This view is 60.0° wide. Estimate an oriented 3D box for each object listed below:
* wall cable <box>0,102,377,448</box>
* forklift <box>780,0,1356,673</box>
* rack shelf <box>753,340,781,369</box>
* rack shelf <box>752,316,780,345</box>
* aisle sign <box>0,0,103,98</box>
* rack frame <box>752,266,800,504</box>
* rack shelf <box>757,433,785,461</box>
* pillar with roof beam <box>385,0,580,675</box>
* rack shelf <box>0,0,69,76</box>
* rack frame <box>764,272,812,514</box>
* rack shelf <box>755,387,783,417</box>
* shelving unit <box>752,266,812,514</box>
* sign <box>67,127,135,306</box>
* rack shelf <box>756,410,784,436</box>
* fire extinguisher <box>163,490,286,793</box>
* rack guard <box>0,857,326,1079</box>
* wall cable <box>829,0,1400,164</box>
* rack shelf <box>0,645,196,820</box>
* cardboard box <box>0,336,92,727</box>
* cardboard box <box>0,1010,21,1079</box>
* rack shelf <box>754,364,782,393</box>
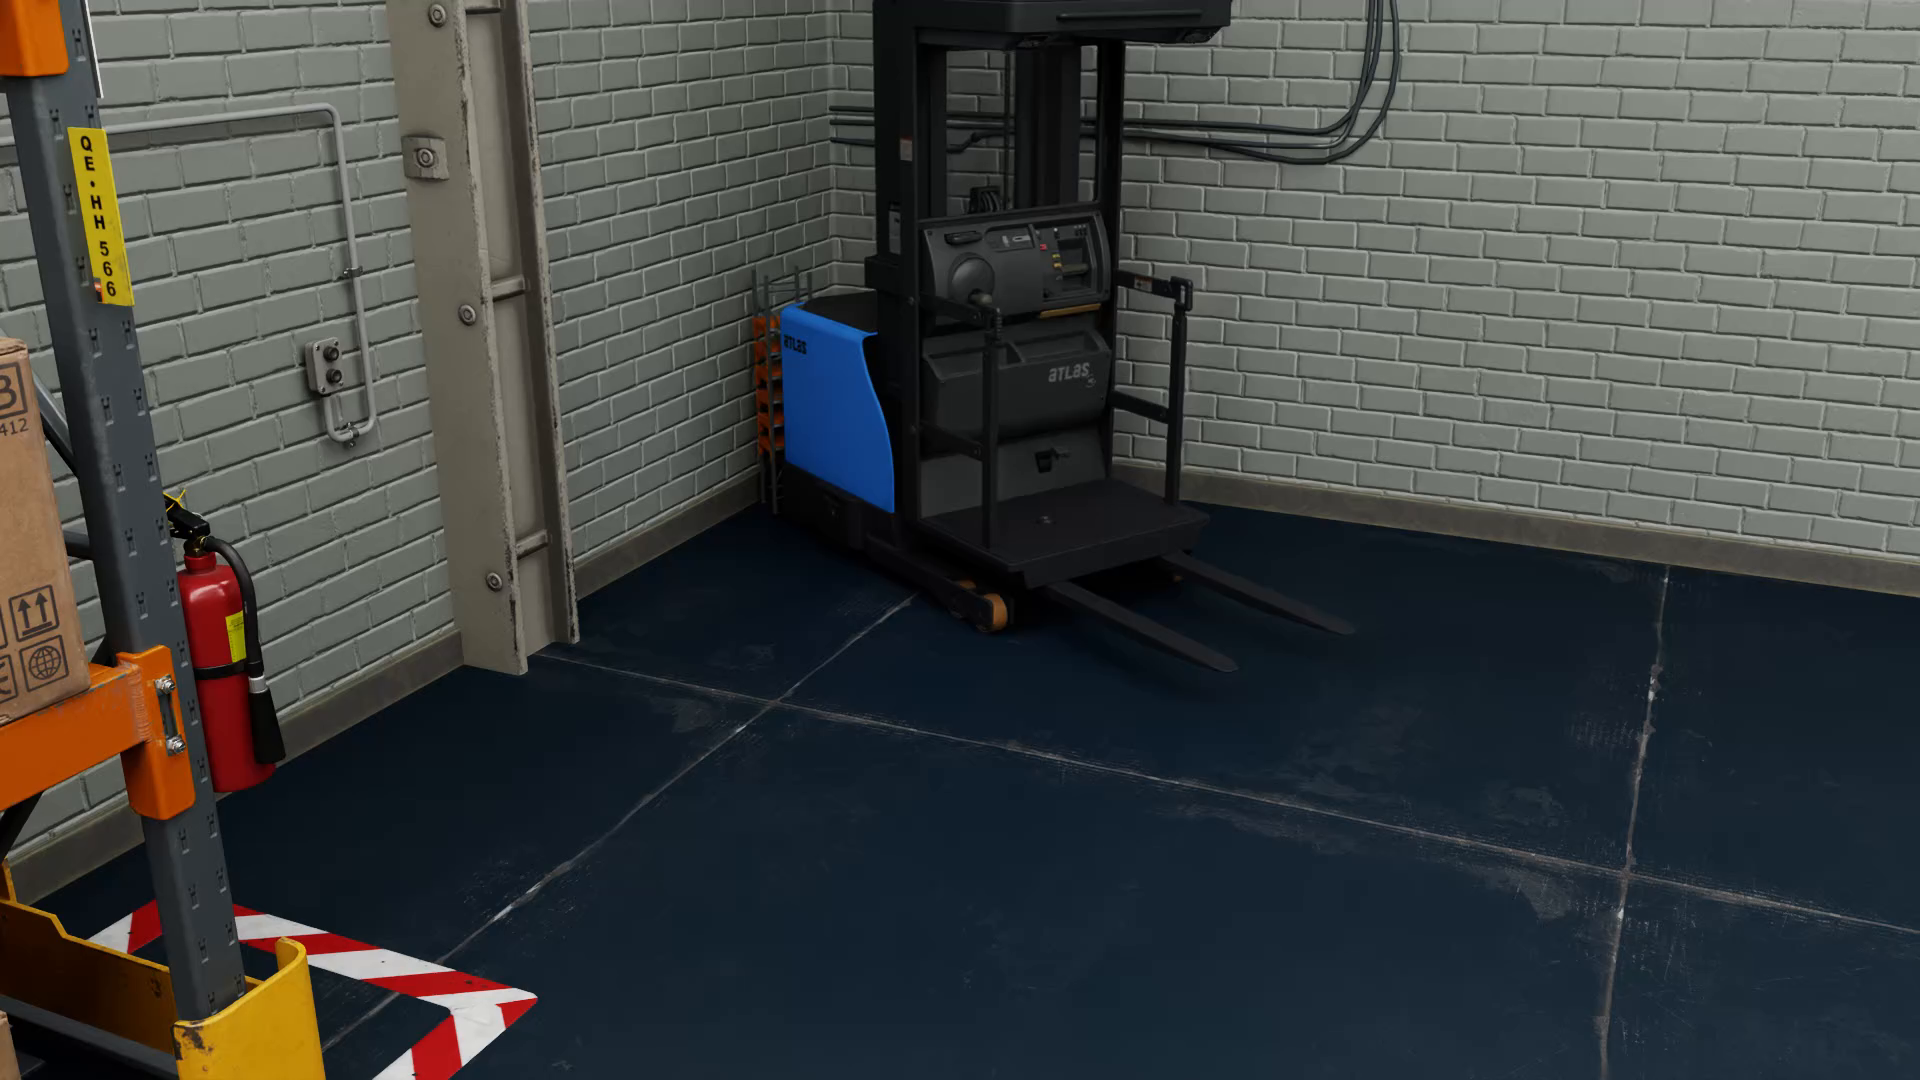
[{"bbox_3d":[-2.431,-1.022,4.850,0.084,1.984,1.851,9,21,23],"label":"wall cable"},{"bbox_3d":[0.376,-1.177,6.905,1.130,2.935,3.031,-13,23,-32],"label":"forklift"},{"bbox_3d":[-0.865,-0.924,8.191,0.258,0.103,0.180,-9,21,-24],"label":"rack shelf"},{"bbox_3d":[-0.865,-1.037,8.151,0.258,0.103,0.180,-9,21,-24],"label":"rack shelf"},{"bbox_3d":[-1.789,-1.228,3.065,0.394,0.787,0.004,9,21,23],"label":"aisle sign"},{"bbox_3d":[-0.904,-0.767,8.335,0.240,1.200,0.006,-9,21,-24],"label":"rack frame"},{"bbox_3d":[-0.865,-0.471,8.352,0.258,0.103,0.180,-9,21,-24],"label":"rack shelf"},{"bbox_3d":[2.152,-3.202,3.543,9.100,9.000,0.400,9,21,23],"label":"pillar with roof beam"},{"bbox_3d":[-2.911,-0.485,1.453,1.077,0.370,4.000,9,21,23],"label":"rack shelf"},{"bbox_3d":[-0.826,-0.712,8.179,0.240,1.200,0.006,-9,21,-24],"label":"rack frame"},{"bbox_3d":[-0.865,-0.697,8.272,0.258,0.103,0.180,-9,21,-24],"label":"rack shelf"},{"bbox_3d":[-0.865,-0.739,8.257,0.258,1.200,0.189,-9,21,-24],"label":"shelving unit"},{"bbox_3d":[-1.603,-0.600,3.099,0.100,0.325,0.005,9,21,23],"label":"sign"},{"bbox_3d":[-0.865,-0.584,8.312,0.258,0.103,0.180,-9,21,-24],"label":"rack shelf"},{"bbox_3d":[-1.609,0.207,3.581,0.296,0.674,0.183,9,21,23],"label":"fire extinguisher"},{"bbox_3d":[-2.082,1.148,3.994,1.175,0.500,0.348,9,21,23],"label":"rack guard"},{"bbox_3d":[0.550,-3.066,7.793,3.097,2.526,0.112,9,21,23],"label":"wall cable"},{"bbox_3d":[-2.911,0.928,1.956,1.077,0.370,4.000,9,21,23],"label":"rack shelf"},{"bbox_3d":[-2.292,-0.006,3.062,0.980,0.700,0.700,10,22,25],"label":"cardboard box"},{"bbox_3d":[-2.287,1.186,3.262,0.700,0.500,0.500,9,21,23],"label":"cardboard box"},{"bbox_3d":[-0.865,-0.810,8.232,0.258,0.103,0.180,-9,21,-24],"label":"rack shelf"}]
